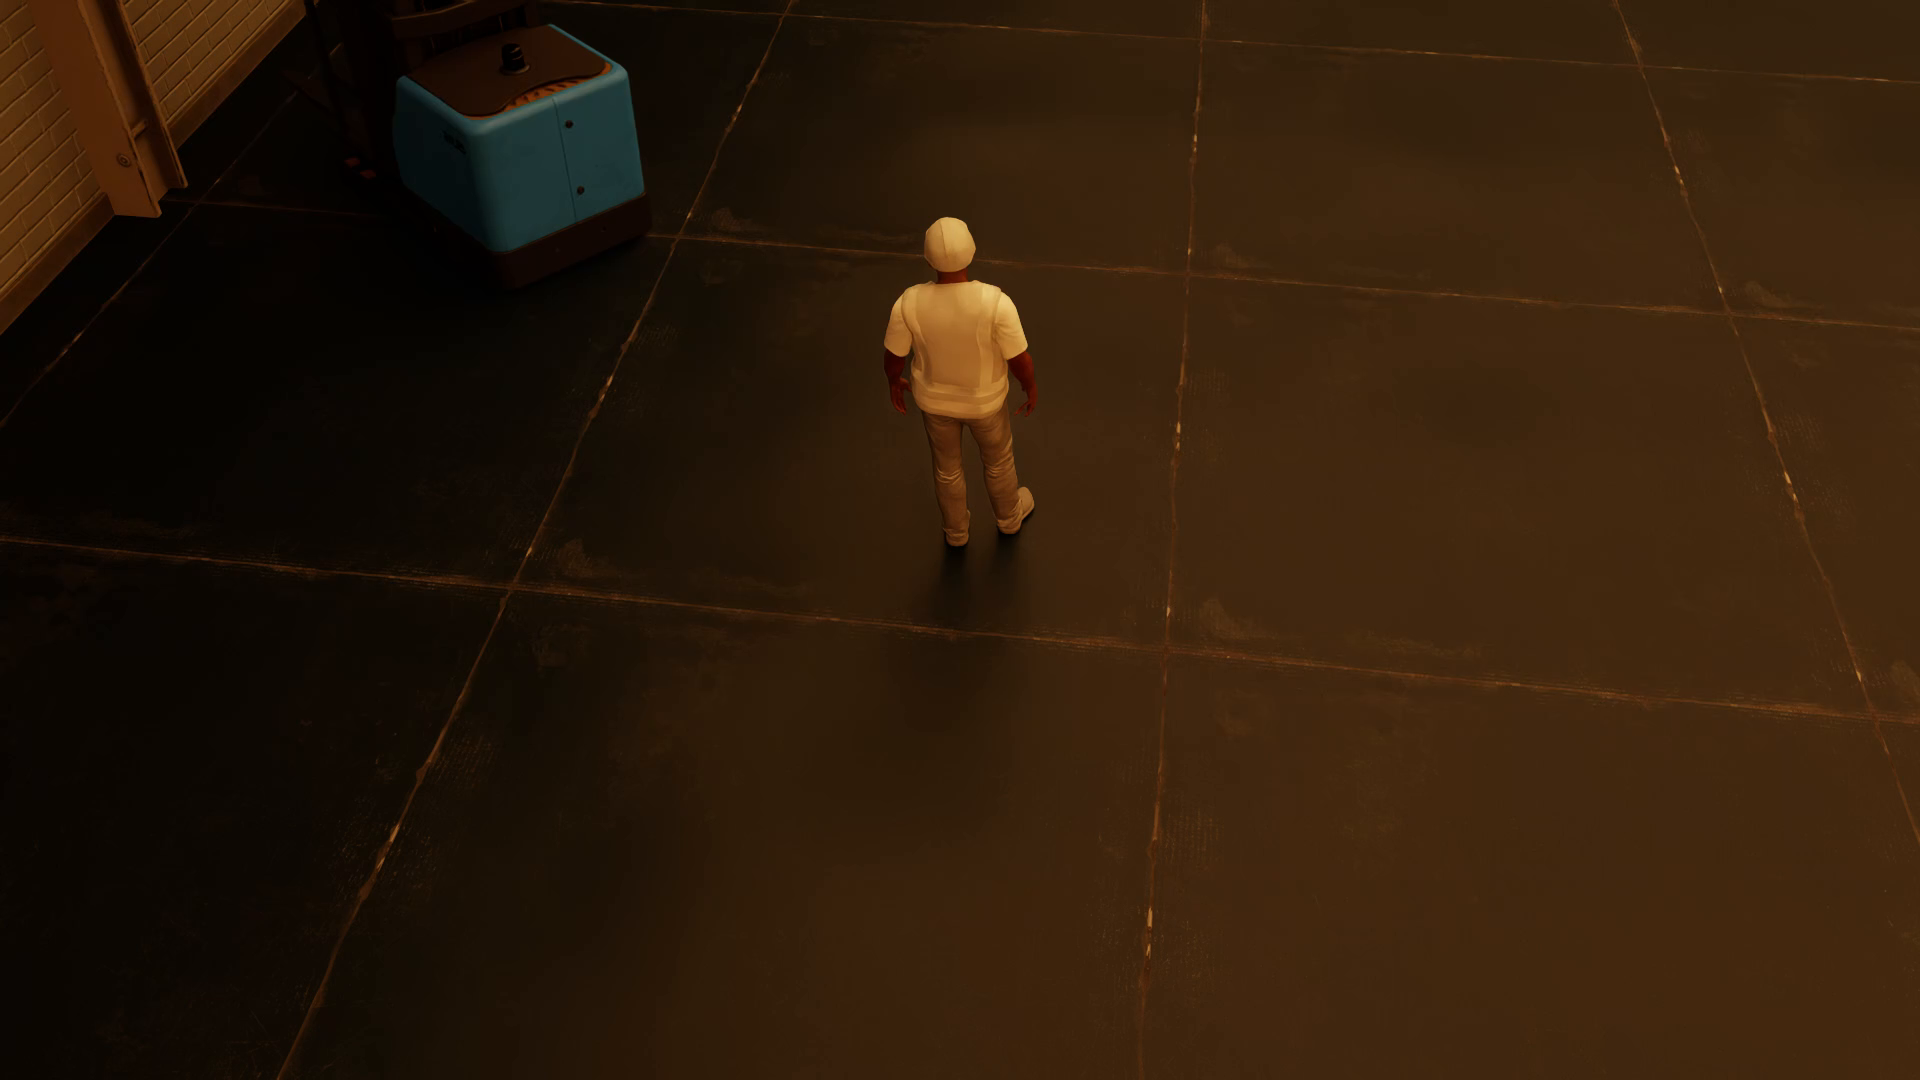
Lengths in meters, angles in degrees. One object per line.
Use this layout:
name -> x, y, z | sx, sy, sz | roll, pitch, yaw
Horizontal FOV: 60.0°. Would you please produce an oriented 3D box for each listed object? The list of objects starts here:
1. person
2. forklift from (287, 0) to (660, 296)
person -> 0.016, -0.702, 7.338 | 0.642, 1.765, 0.577 | 5, 43, 6
forklift -> -3.129, -3.349, 9.370 | 1.130, 2.935, 3.031 | -32, 51, -30
